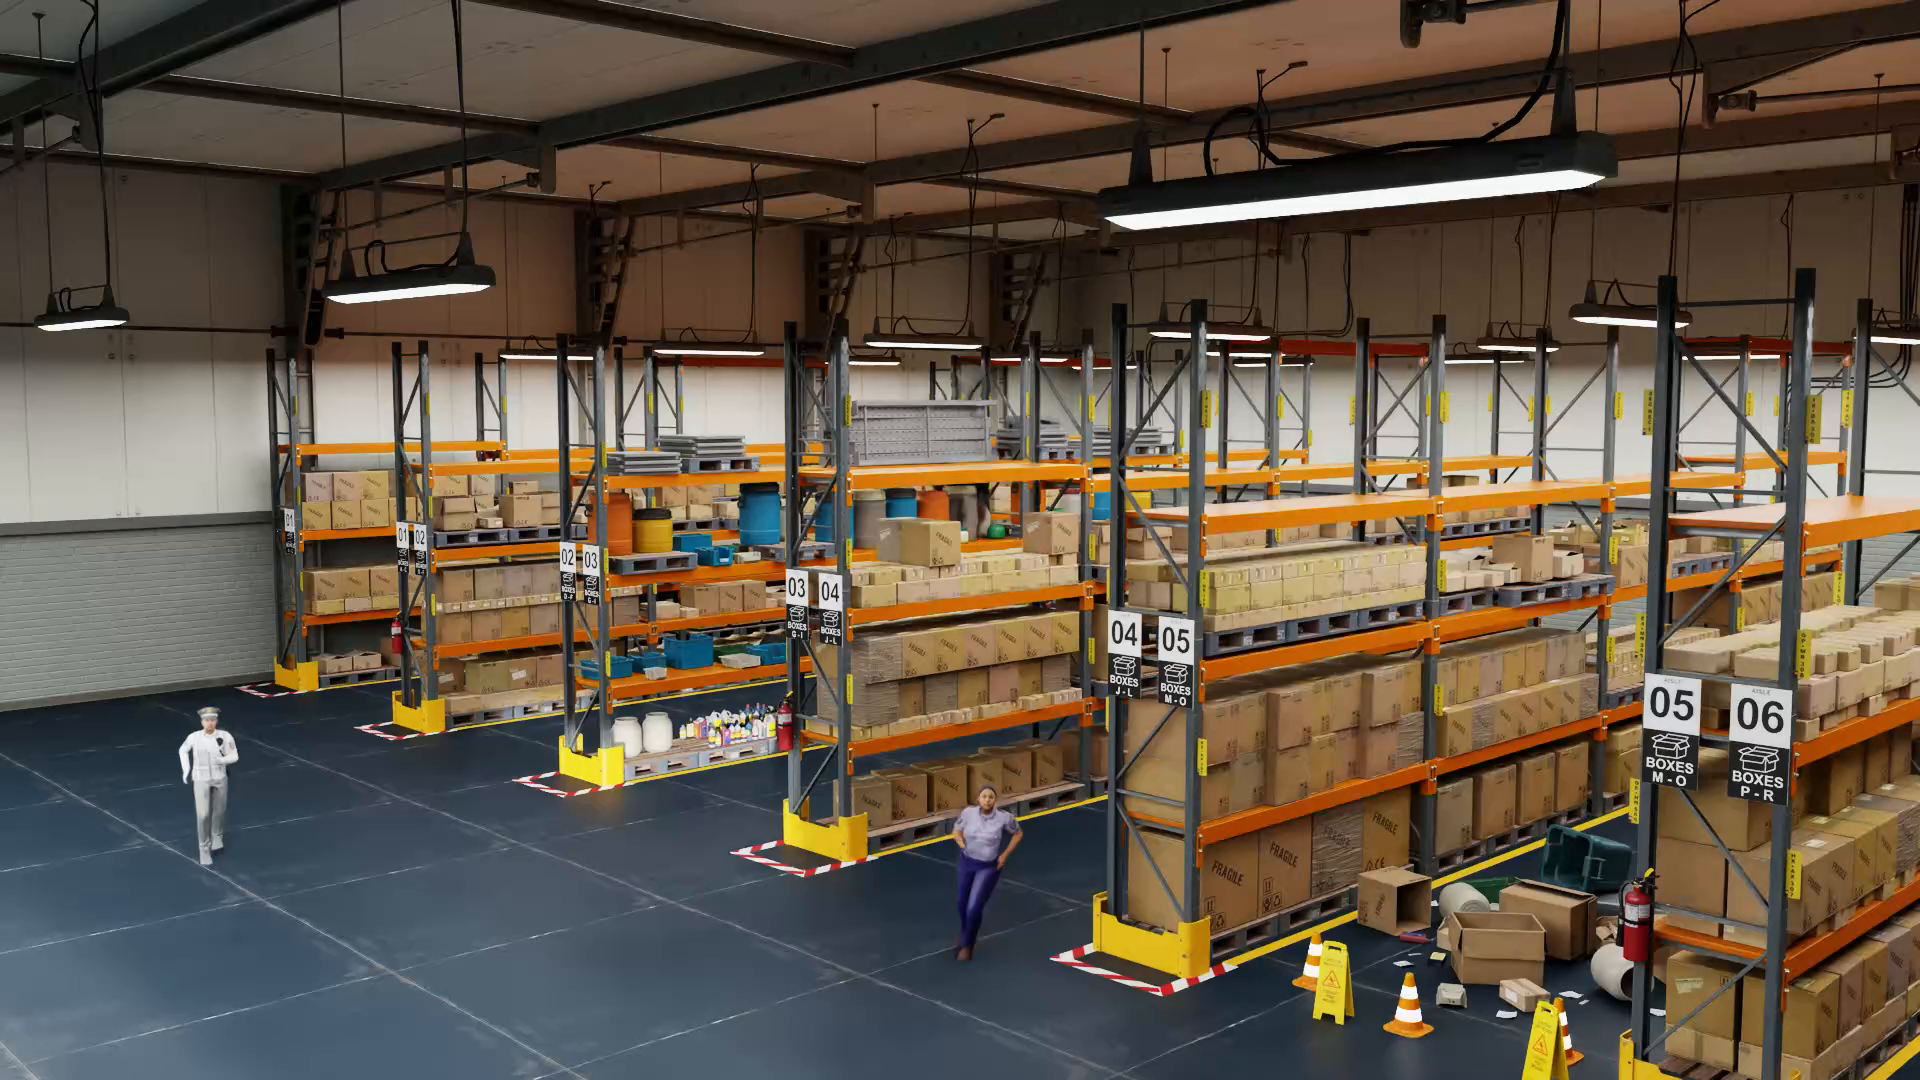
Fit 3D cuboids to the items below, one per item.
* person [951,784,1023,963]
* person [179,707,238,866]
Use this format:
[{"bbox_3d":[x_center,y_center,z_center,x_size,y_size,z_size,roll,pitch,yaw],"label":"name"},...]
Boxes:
[{"bbox_3d":[0.207,3.053,15.296,0.630,1.664,0.679,2,5,23],"label":"person"},{"bbox_3d":[-8.364,2.721,18.549,0.568,1.755,0.728,-3,6,-29],"label":"person"}]
